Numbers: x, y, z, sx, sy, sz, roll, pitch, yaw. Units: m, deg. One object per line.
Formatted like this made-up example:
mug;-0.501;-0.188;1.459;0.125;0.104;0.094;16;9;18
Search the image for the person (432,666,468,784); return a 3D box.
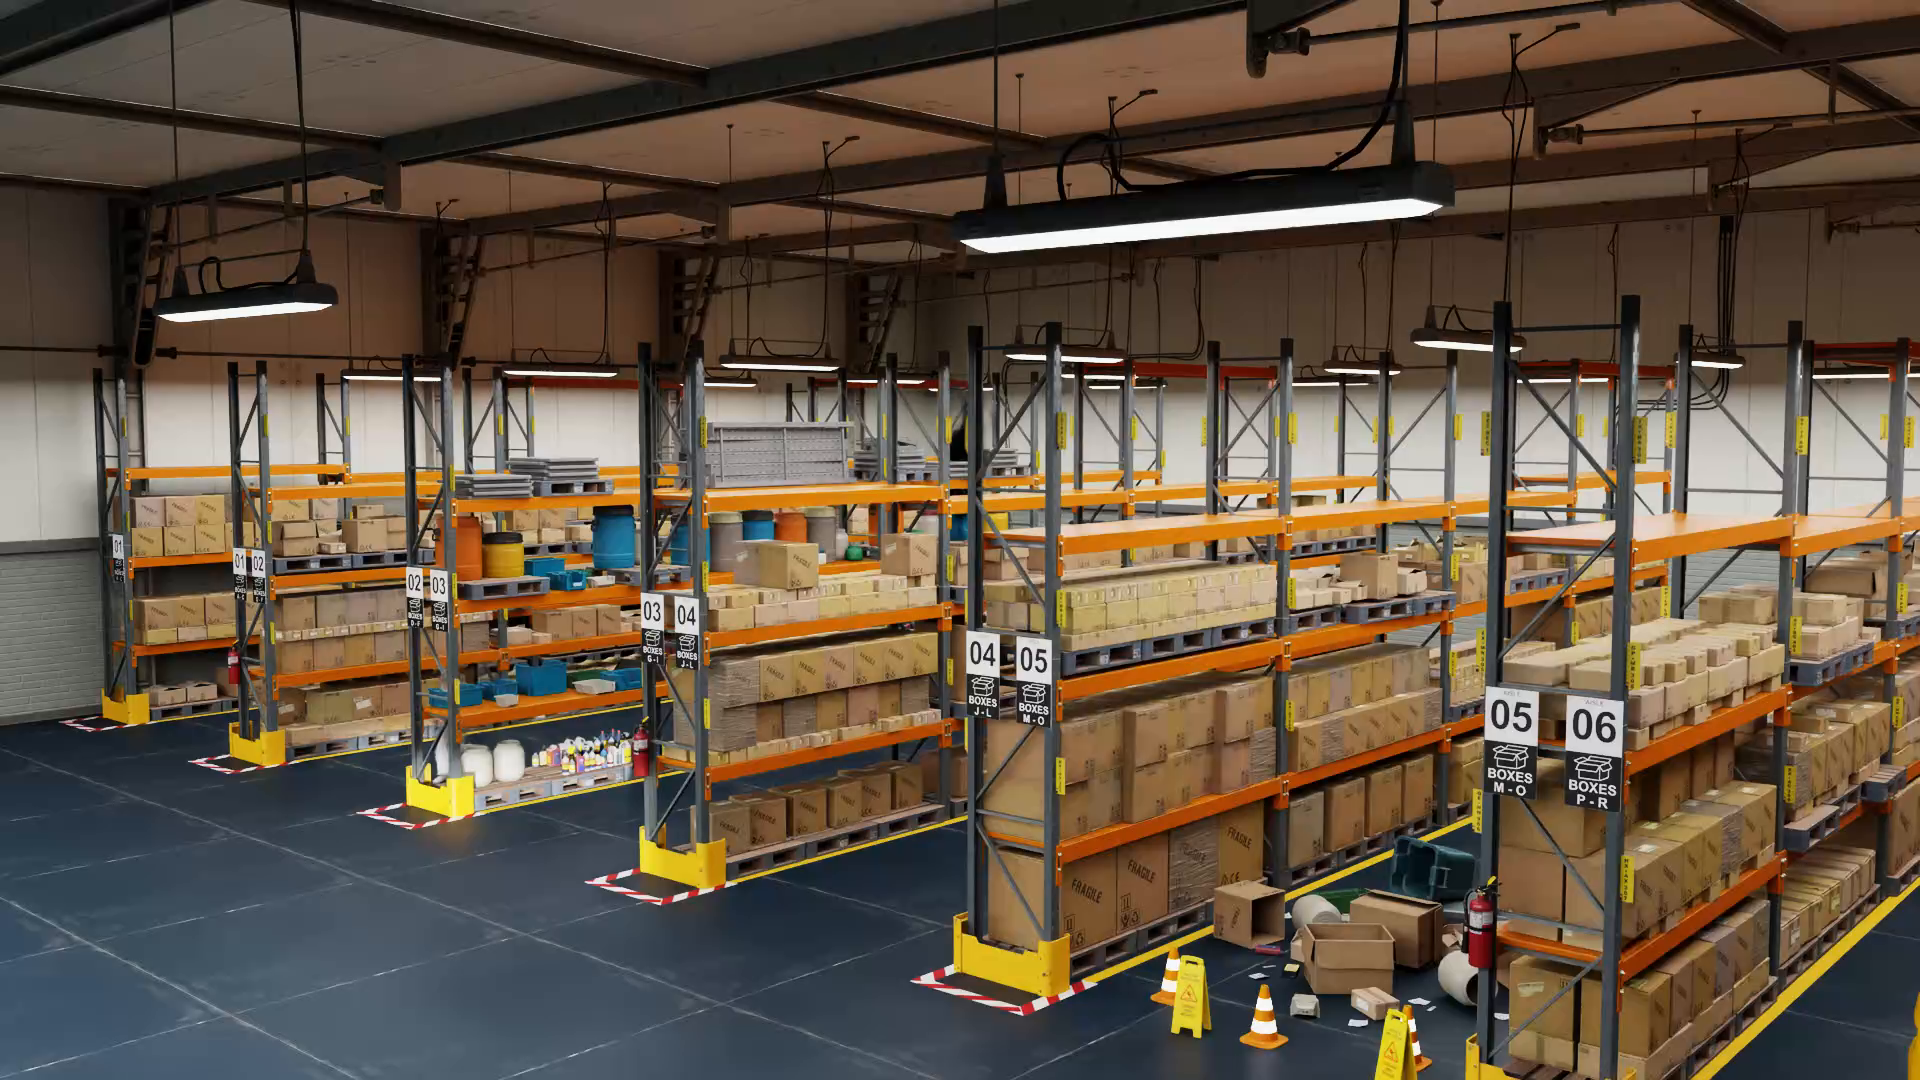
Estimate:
person;-7.214;2.604;23.772;0.553;1.654;0.836;3;5;36
